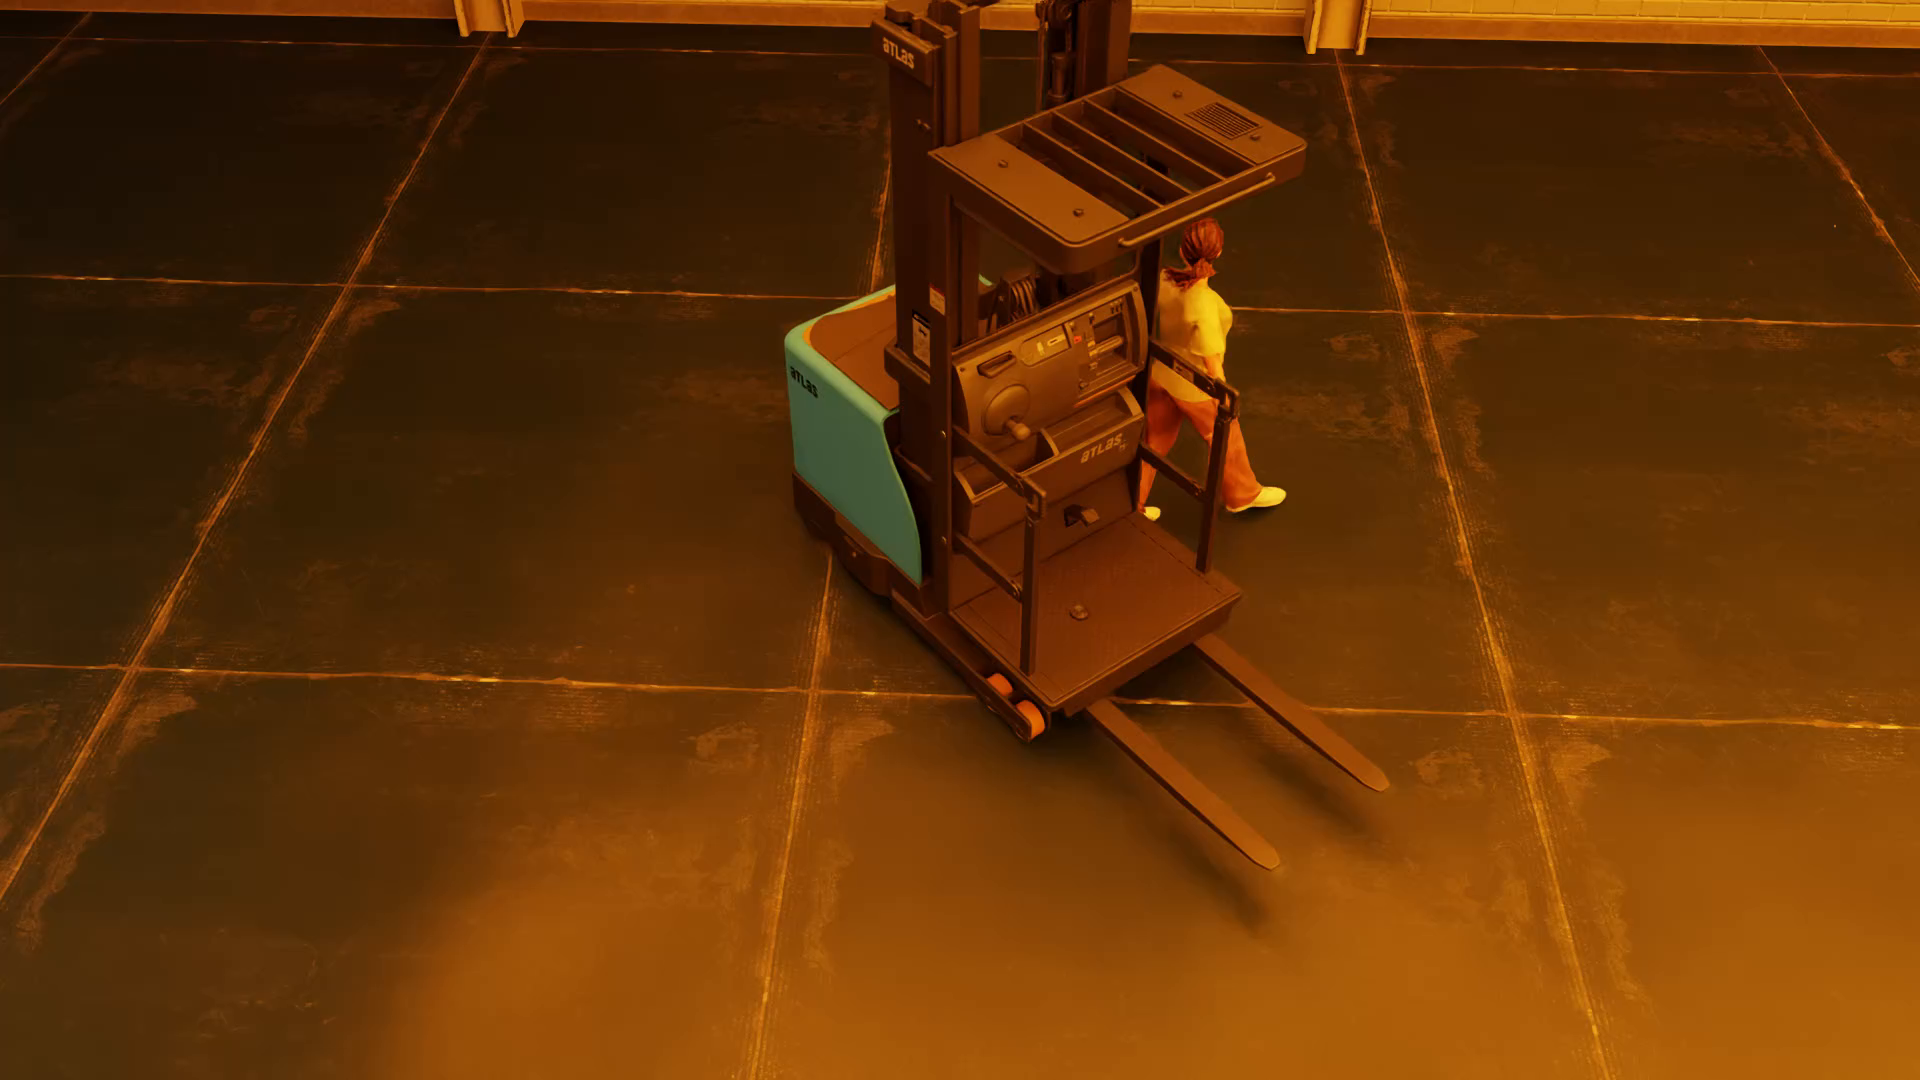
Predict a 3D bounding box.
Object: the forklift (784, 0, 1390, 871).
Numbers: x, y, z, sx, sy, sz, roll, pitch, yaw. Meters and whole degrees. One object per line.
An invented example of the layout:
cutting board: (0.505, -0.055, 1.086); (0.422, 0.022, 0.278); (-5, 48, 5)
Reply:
forklift: (0.503, -0.625, 6.427); (1.130, 2.935, 3.031); (-28, 49, -27)

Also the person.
person: (1.115, -0.720, 7.510); (0.845, 1.644, 0.653); (-24, 47, -24)
